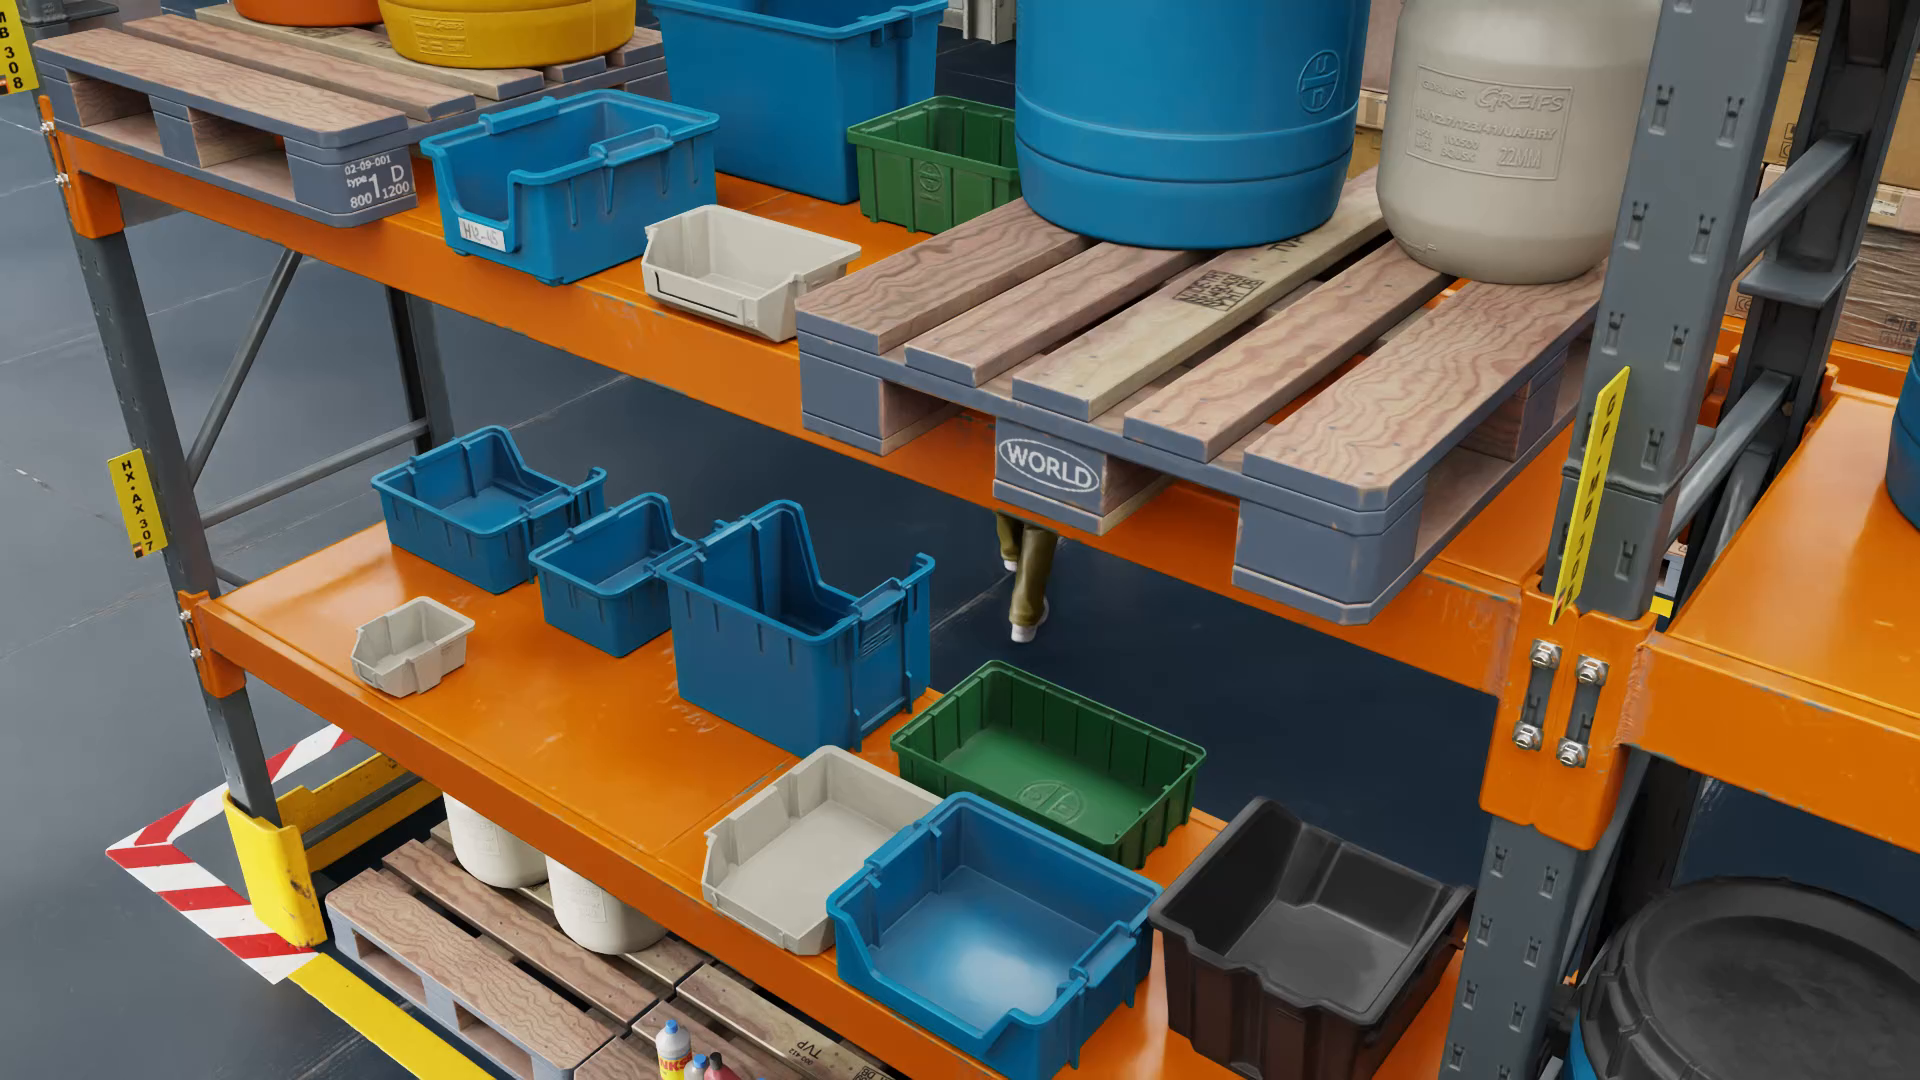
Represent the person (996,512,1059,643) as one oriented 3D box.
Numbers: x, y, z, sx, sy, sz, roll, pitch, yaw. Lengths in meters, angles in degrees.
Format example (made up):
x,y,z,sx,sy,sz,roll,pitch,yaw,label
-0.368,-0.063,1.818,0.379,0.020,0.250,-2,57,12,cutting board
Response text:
x,y,z,sx,sy,sz,roll,pitch,yaw,label
0.348,-0.489,7.017,0.628,1.686,0.893,13,33,22,person
